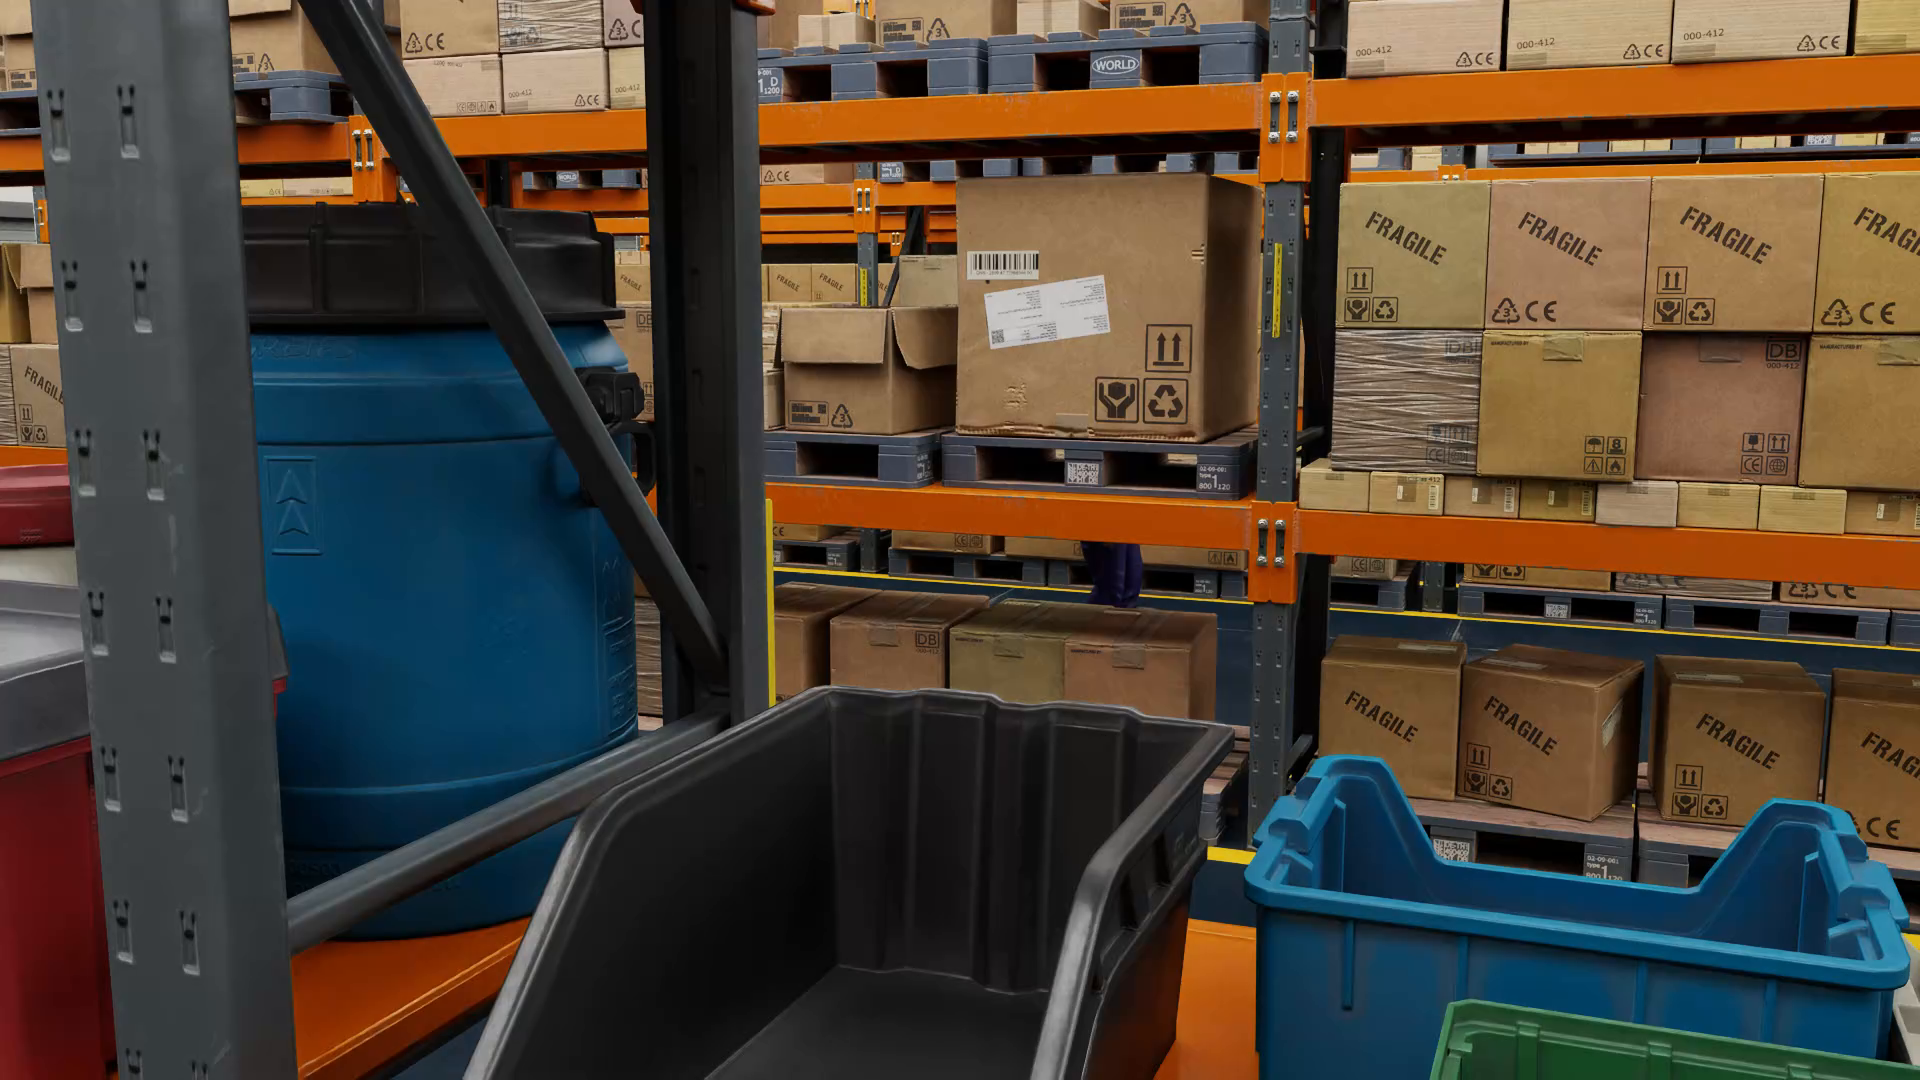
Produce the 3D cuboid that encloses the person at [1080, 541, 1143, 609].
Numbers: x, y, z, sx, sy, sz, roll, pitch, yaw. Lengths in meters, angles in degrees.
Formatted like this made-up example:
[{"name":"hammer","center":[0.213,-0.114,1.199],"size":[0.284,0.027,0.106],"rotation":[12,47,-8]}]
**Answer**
[{"name":"person","center":[0.849,-0.108,9.080],"size":[0.422,1.651,0.540],"rotation":[3,9,19]}]
